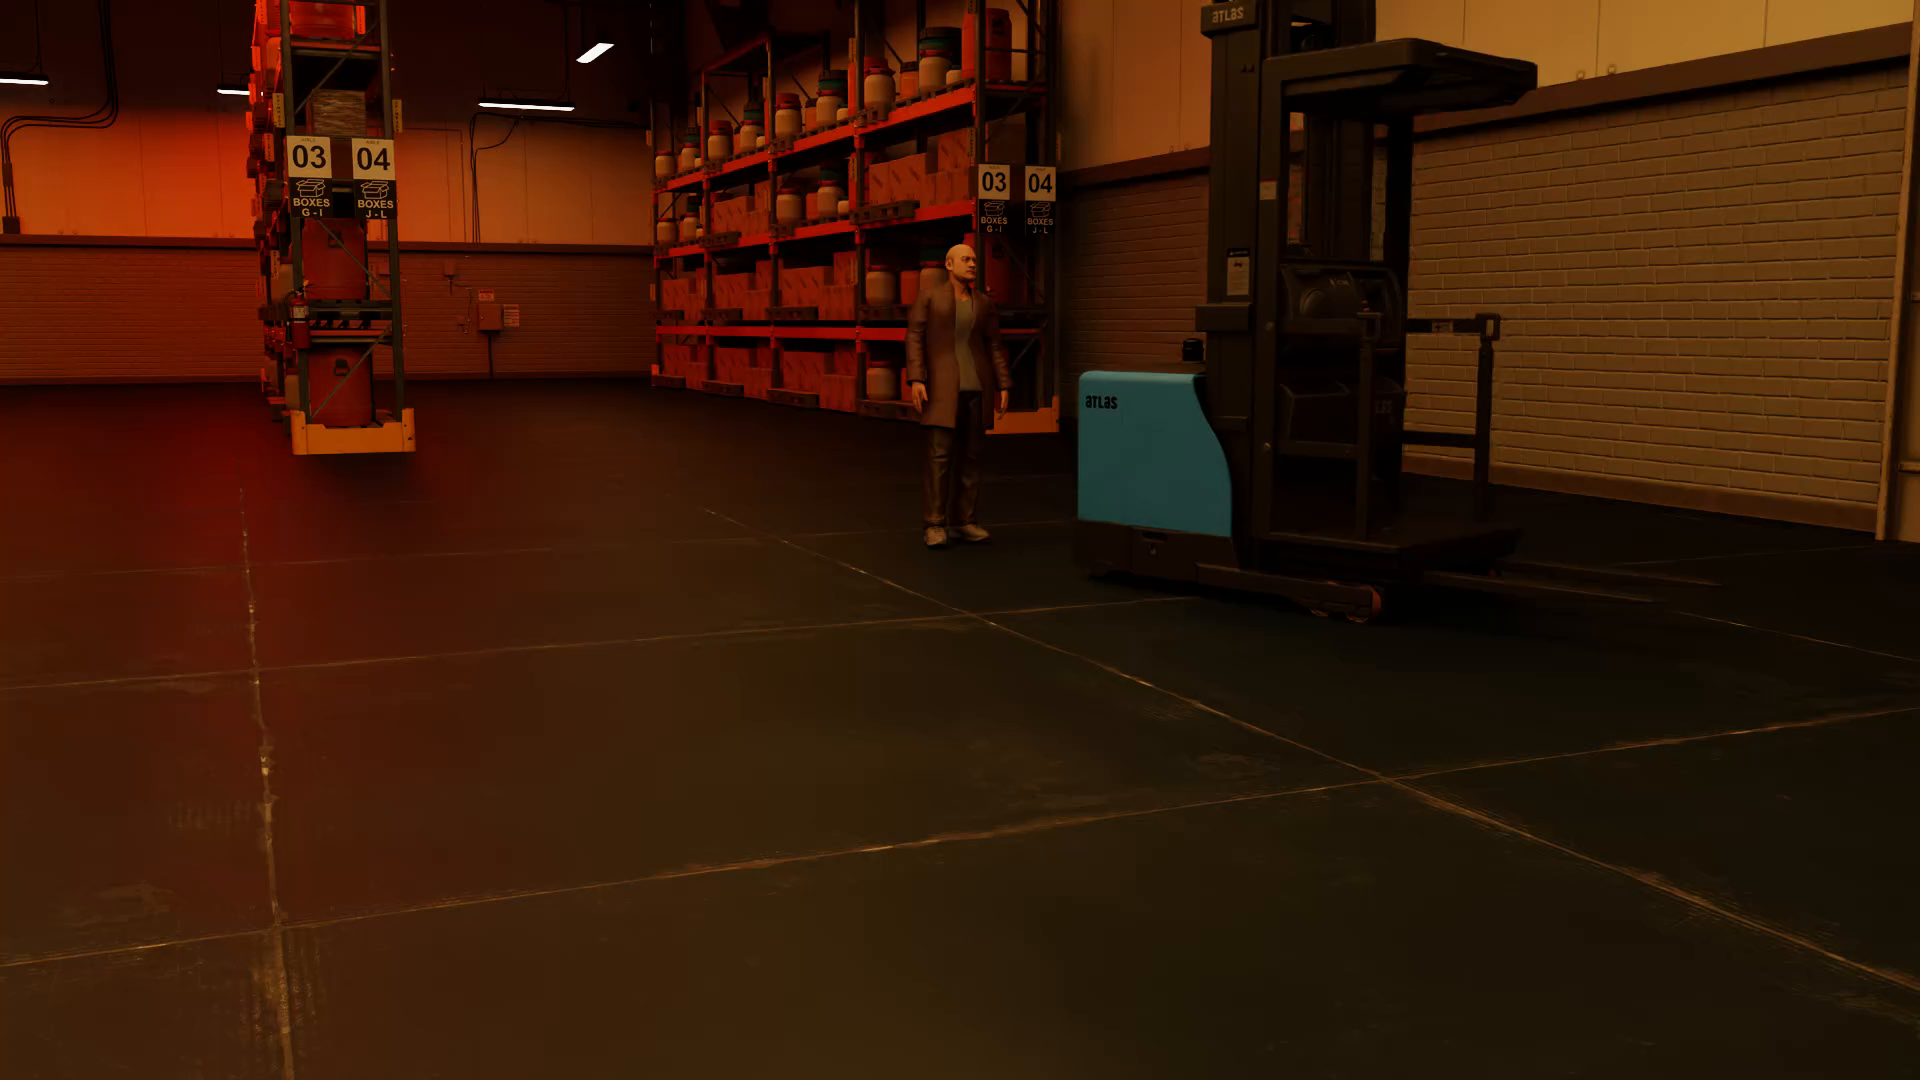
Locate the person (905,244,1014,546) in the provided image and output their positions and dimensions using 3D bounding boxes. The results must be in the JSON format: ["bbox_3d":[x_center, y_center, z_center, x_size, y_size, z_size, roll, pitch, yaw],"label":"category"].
[{"bbox_3d":[0.032,-0.877,9.952,0.694,1.776,0.582,-3,8,-23],"label":"person"}]

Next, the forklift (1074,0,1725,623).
[{"bbox_3d":[1.963,-1.161,7.742,1.130,2.935,3.031,-7,10,-42],"label":"forklift"}]
